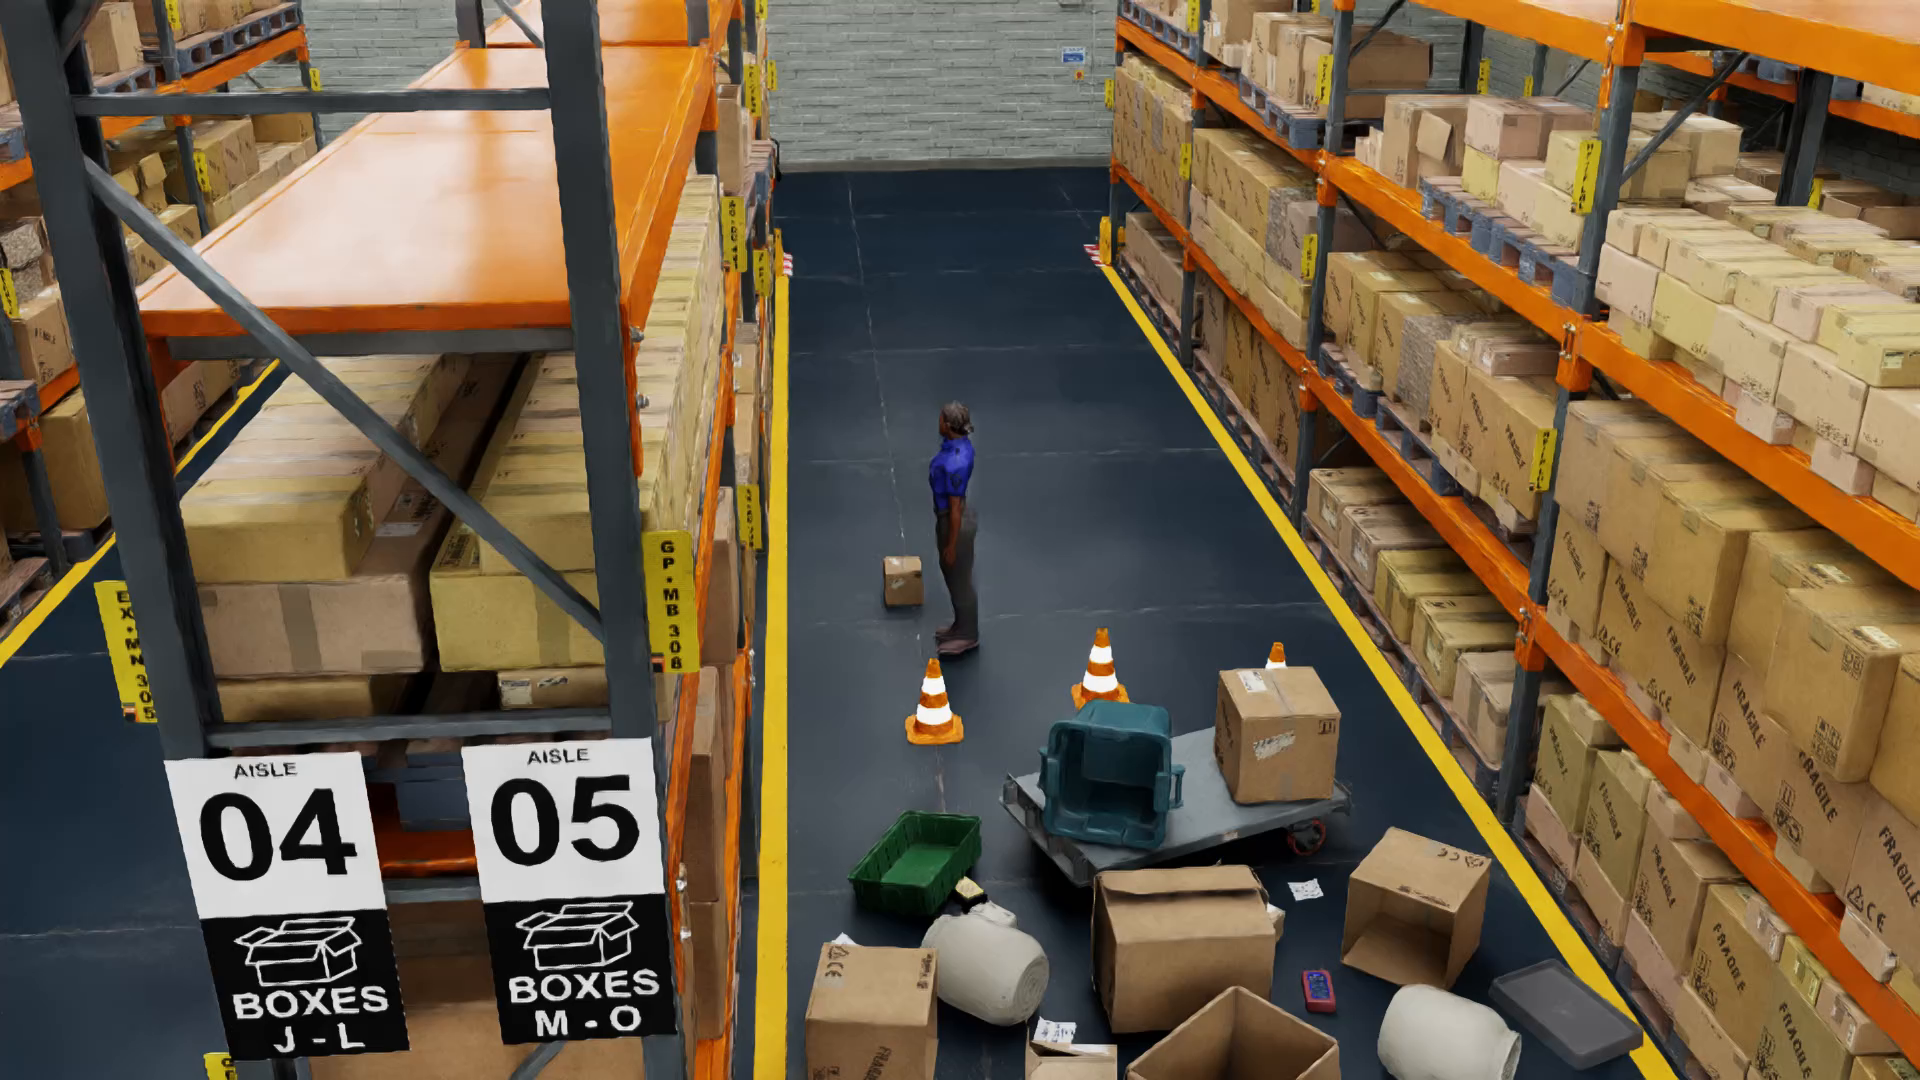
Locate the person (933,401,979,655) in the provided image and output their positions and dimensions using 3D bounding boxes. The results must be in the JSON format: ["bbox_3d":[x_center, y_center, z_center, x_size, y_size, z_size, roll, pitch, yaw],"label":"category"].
[{"bbox_3d":[-0.022,-0.074,10.450,0.295,1.666,0.565,0,24,0],"label":"person"}]
